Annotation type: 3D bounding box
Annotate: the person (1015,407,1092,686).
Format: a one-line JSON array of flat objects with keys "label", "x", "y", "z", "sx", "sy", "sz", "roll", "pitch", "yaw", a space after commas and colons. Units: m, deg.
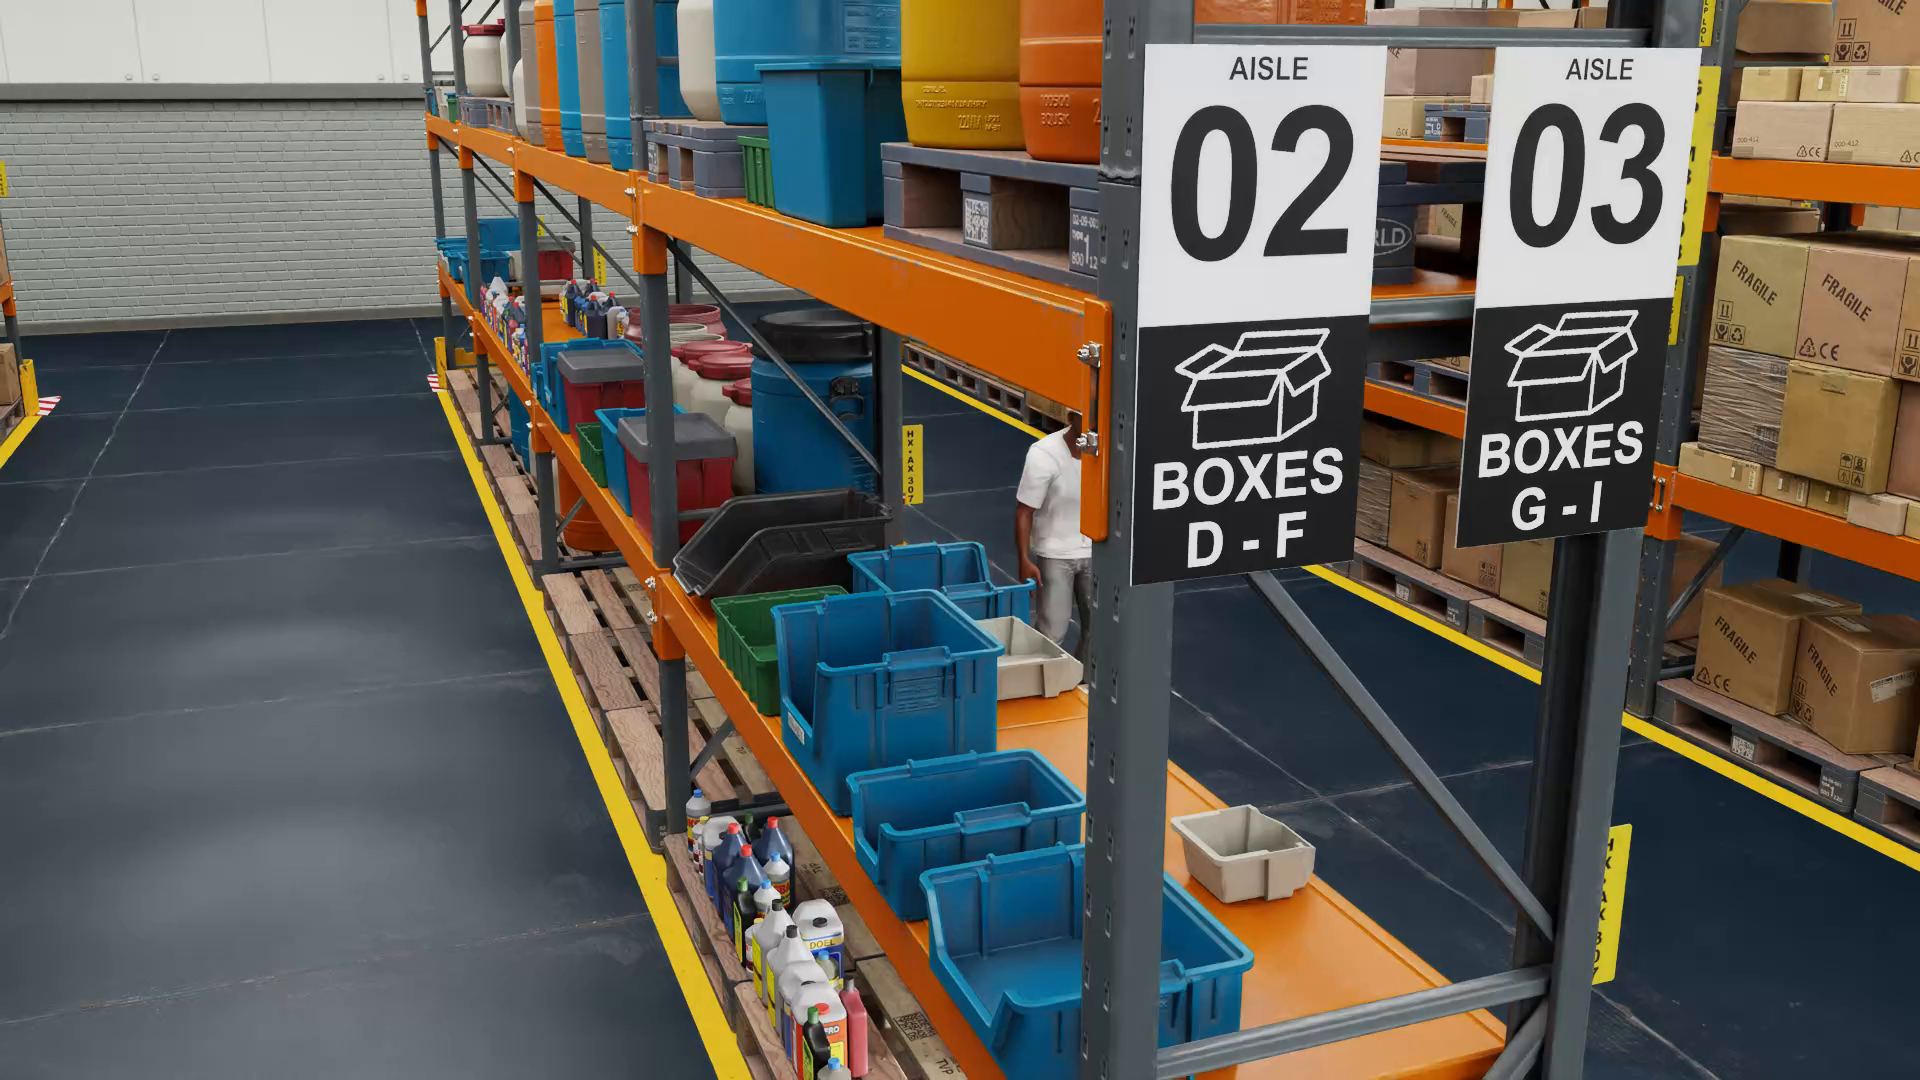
[{"label": "person", "x": 0.572, "y": 0.085, "z": 8.182, "sx": 0.628, "sy": 1.761, "sz": 0.457, "roll": -6, "pitch": 16, "yaw": -20}]
